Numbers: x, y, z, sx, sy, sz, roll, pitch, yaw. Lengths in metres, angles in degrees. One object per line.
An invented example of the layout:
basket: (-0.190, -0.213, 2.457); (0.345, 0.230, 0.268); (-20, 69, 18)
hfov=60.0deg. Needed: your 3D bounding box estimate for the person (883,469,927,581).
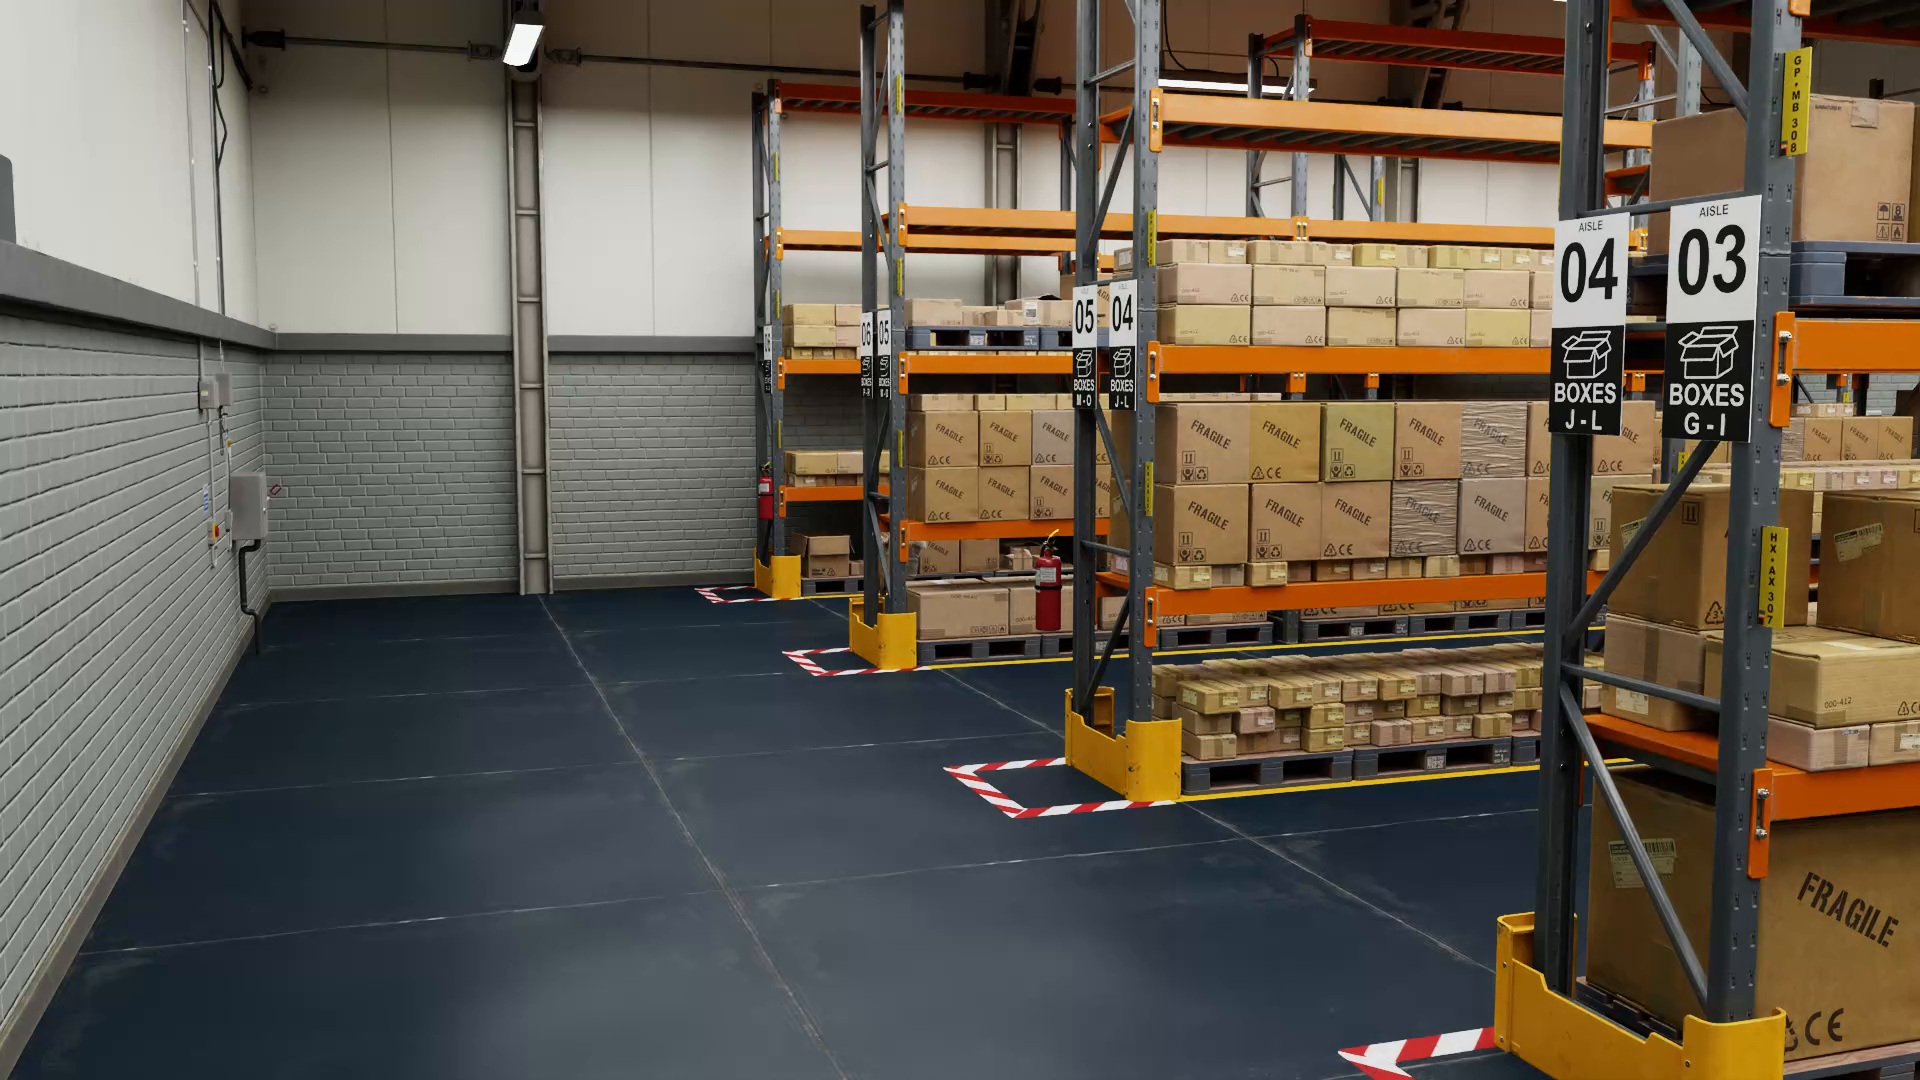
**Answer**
person: (-0.559, 0.054, 17.011); (0.411, 1.781, 0.575); (-2, 6, -22)
